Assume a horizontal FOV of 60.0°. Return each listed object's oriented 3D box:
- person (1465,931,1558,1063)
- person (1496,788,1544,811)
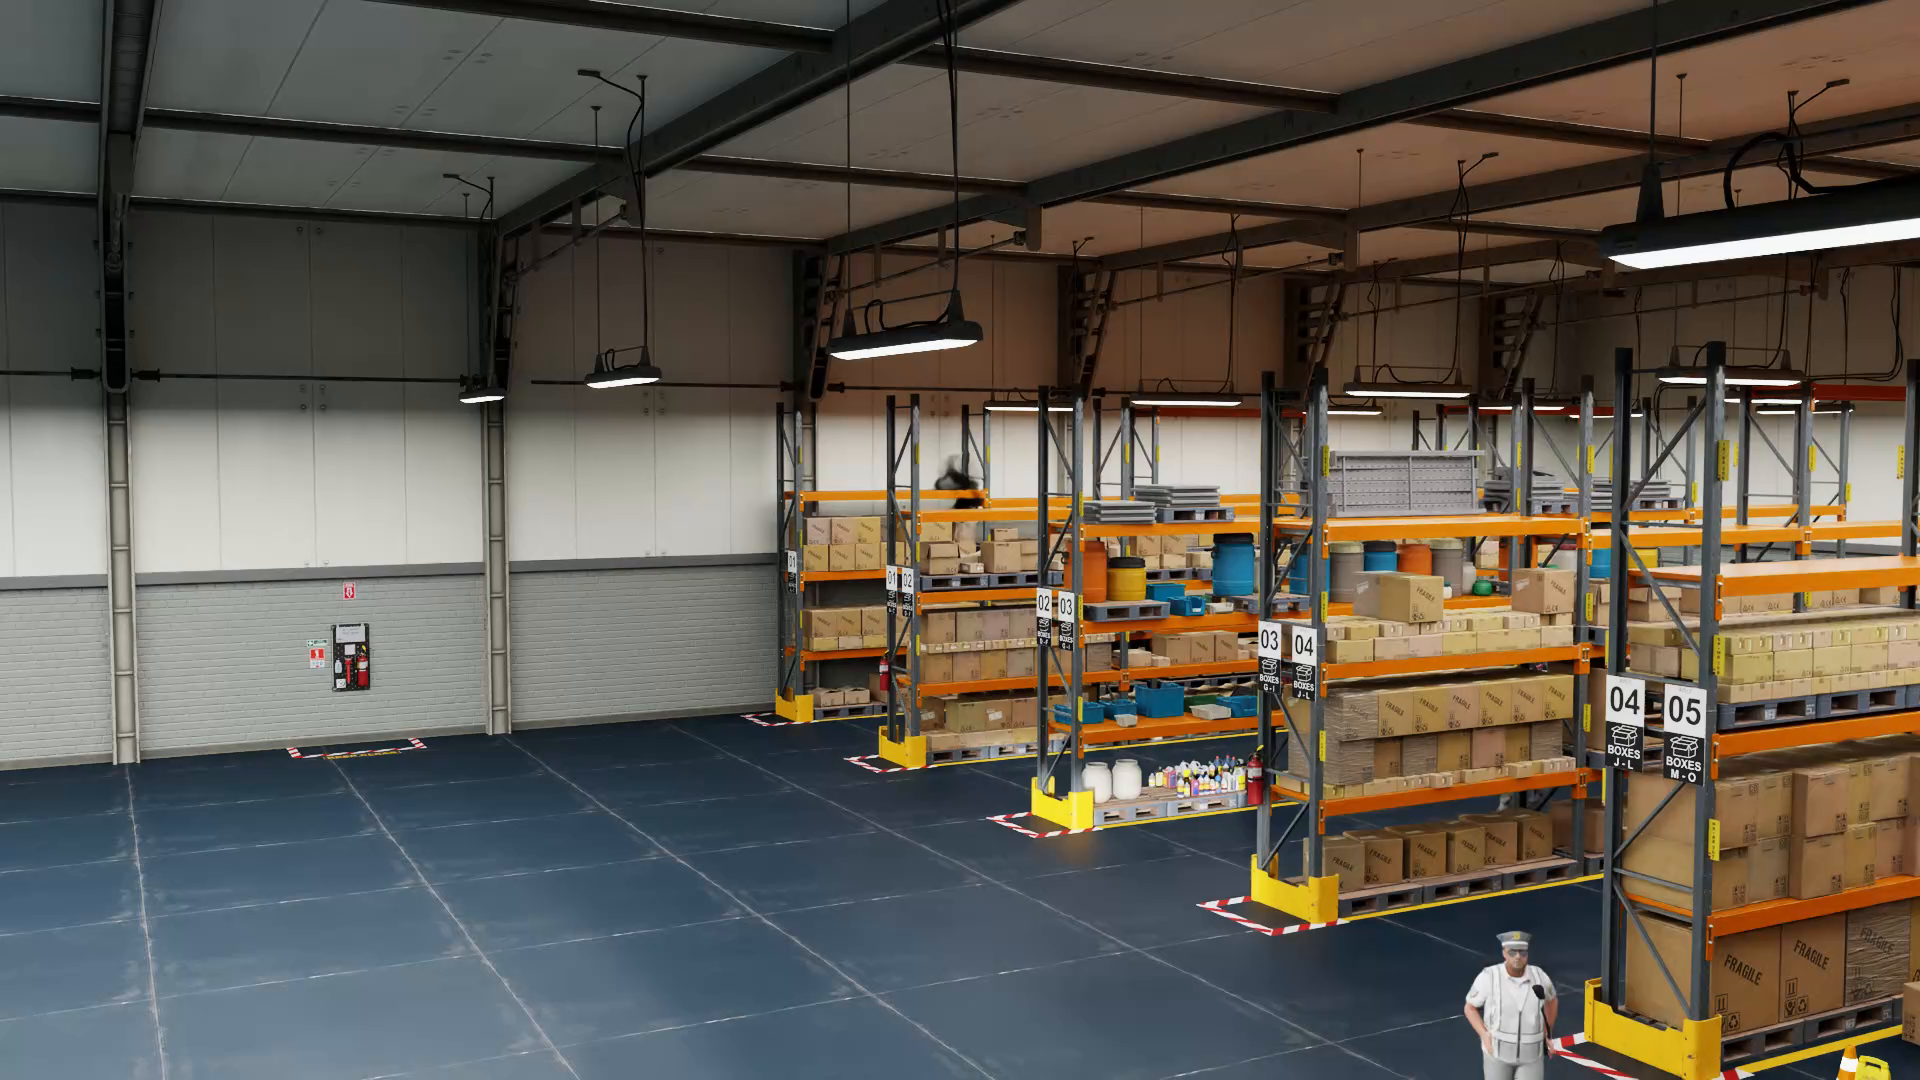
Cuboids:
[{"bbox_3d":[3.930,3.626,11.822,0.665,1.770,0.852,0,3,8],"label":"person"},{"bbox_3d":[7.902,2.940,23.427,0.966,1.788,0.686,-3,4,-40],"label":"person"}]
